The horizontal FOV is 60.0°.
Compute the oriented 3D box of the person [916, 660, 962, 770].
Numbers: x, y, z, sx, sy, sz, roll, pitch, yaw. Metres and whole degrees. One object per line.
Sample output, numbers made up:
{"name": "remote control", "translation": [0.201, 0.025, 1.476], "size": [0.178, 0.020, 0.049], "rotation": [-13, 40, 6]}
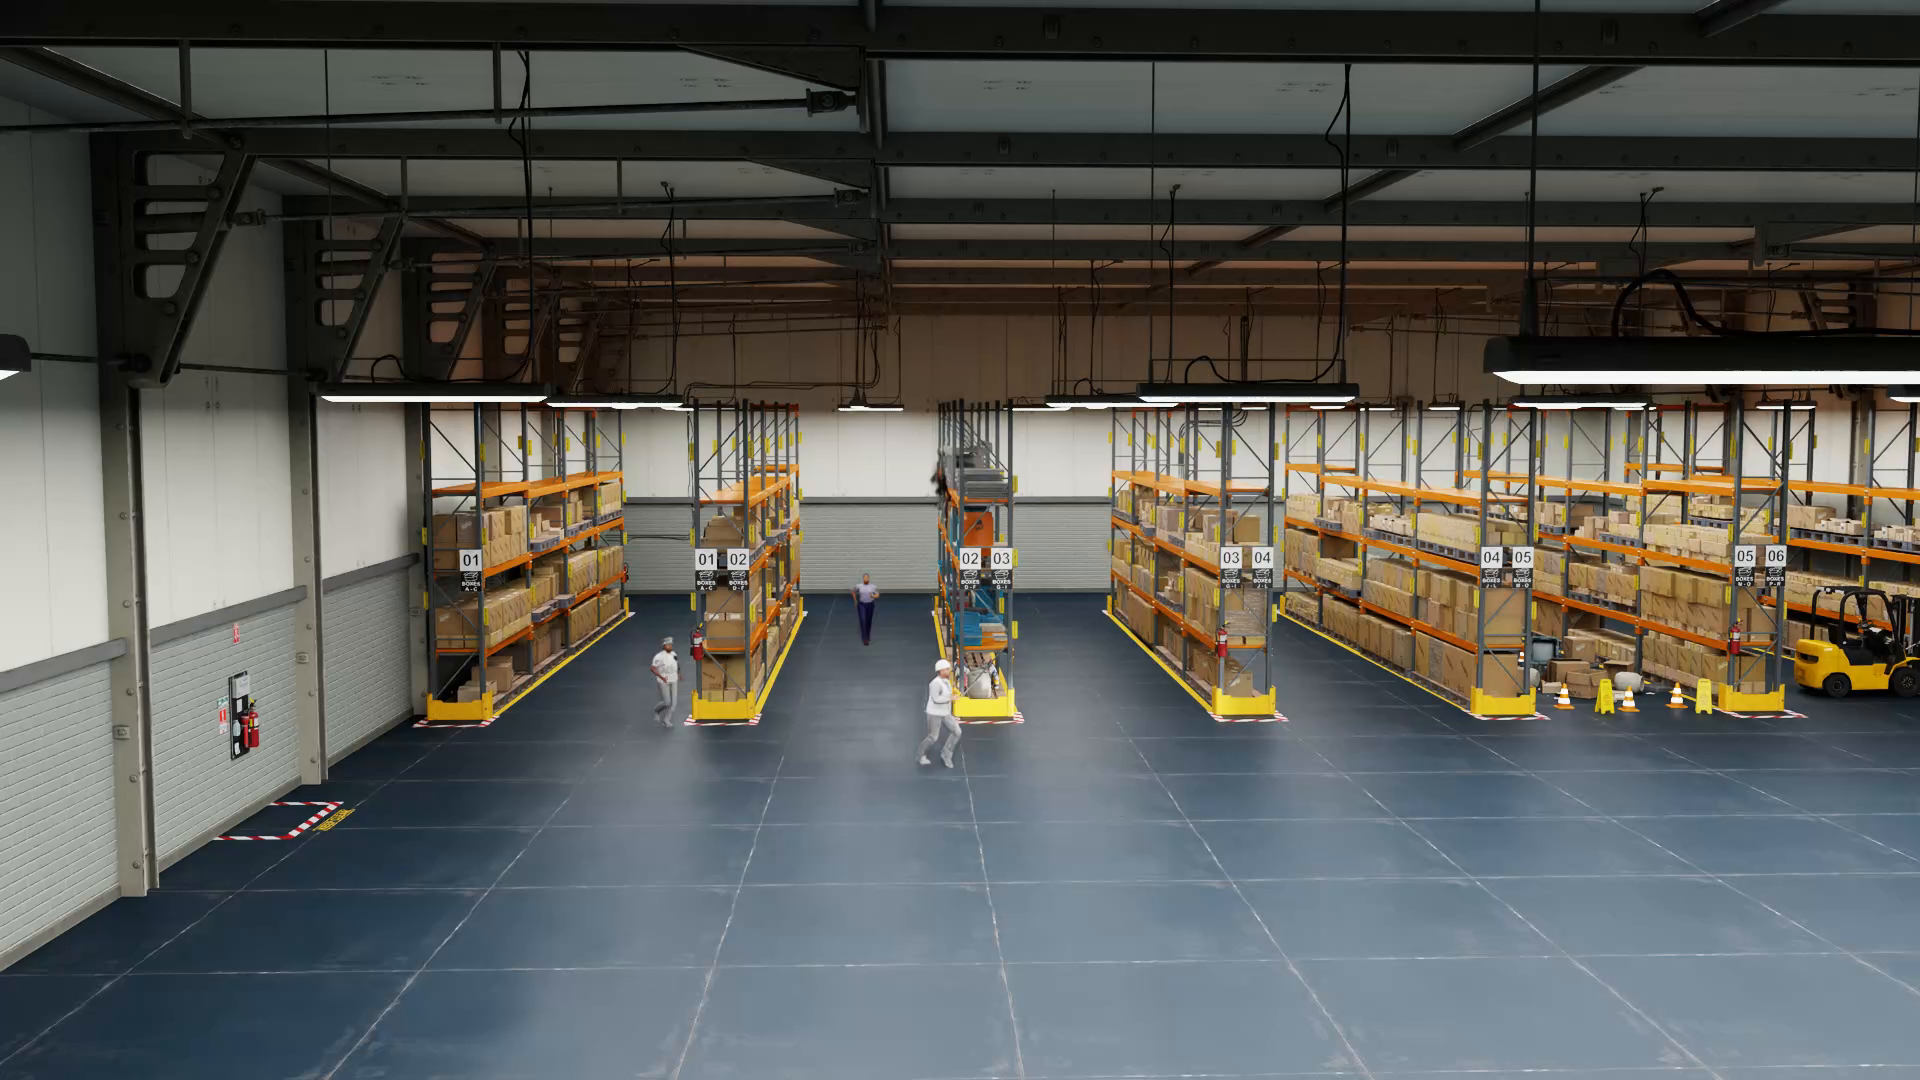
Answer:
{"name": "person", "translation": [-0.341, 2.810, 26.799], "size": [0.827, 1.787, 0.680], "rotation": [2, 5, 25]}

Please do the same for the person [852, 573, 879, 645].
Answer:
{"name": "person", "translation": [-2.208, 1.623, 39.223], "size": [0.601, 1.683, 0.872], "rotation": [-1, 4, -15]}

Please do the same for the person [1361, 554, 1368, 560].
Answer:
{"name": "person", "translation": [11.429, 1.266, 47.301], "size": [0.691, 1.811, 0.753], "rotation": [-1, 5, -19]}

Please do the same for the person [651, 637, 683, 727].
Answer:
{"name": "person", "translation": [-5.354, 2.587, 30.410], "size": [0.558, 1.653, 0.549], "rotation": [-4, 6, -44]}
